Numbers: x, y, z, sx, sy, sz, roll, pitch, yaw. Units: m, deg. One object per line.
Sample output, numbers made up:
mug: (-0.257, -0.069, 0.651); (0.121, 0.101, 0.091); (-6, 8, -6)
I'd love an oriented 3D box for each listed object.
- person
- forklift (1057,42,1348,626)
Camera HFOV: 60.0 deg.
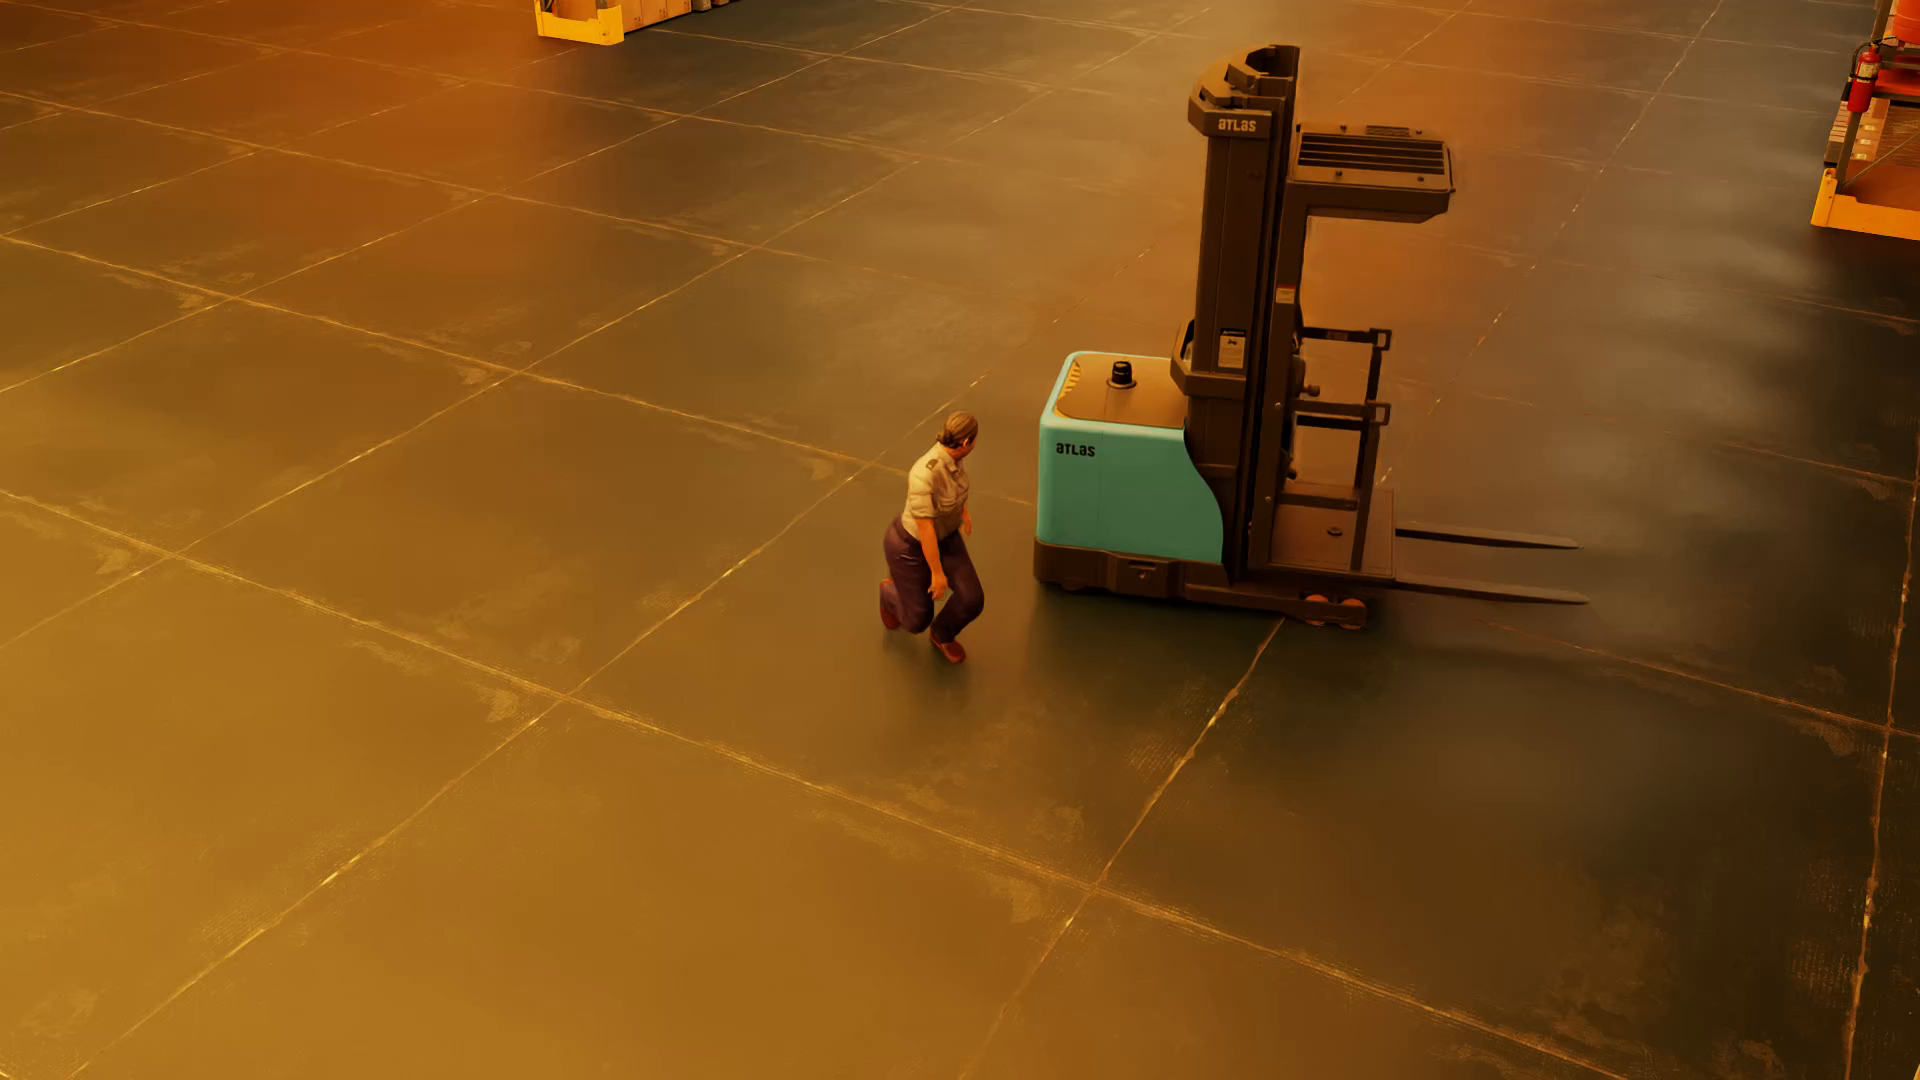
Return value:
person: (-0.139, -0.048, 8.690); (0.682, 1.439, 0.633); (25, 38, 36)
forklift: (1.992, -1.067, 8.919); (3.031, 2.935, 1.121); (7, 31, 11)
